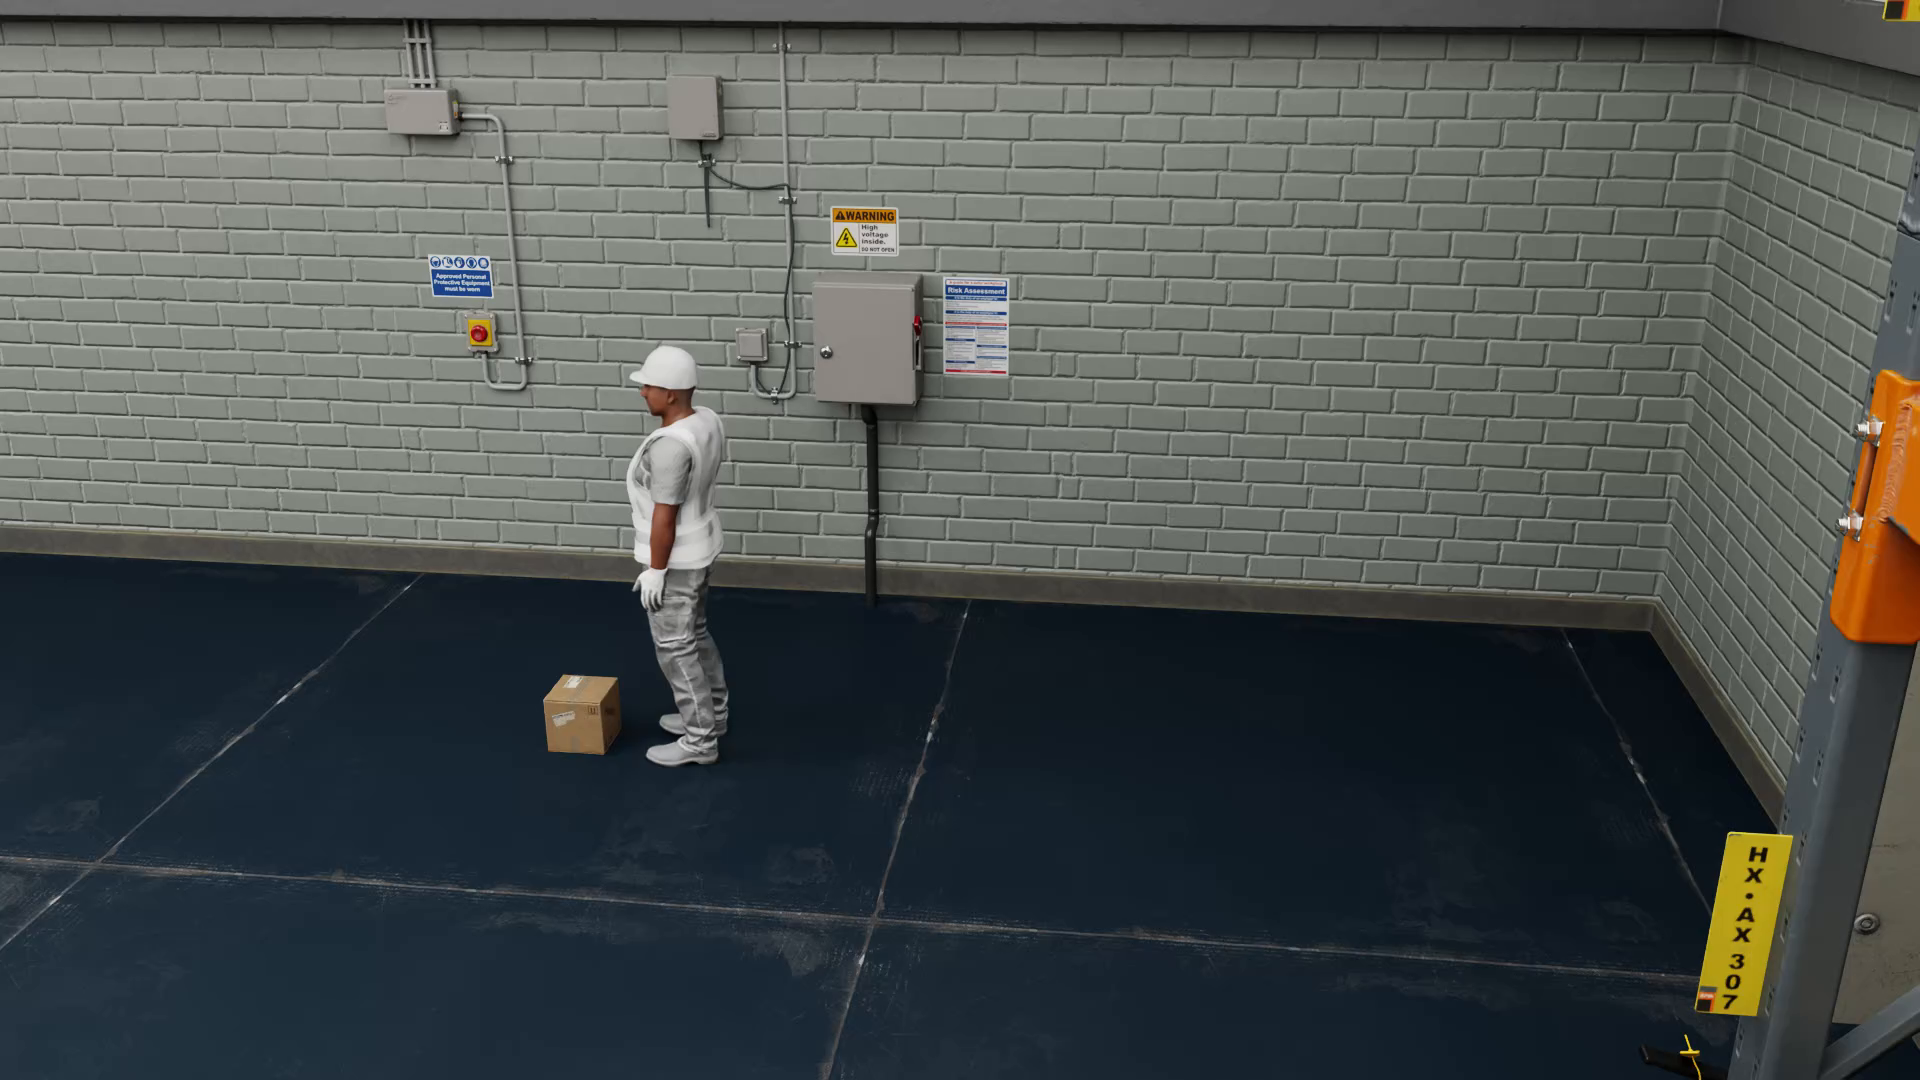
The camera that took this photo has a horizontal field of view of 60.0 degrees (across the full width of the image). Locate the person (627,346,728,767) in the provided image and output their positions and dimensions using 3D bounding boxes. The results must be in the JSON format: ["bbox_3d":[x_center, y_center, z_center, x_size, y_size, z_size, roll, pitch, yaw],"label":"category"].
[{"bbox_3d":[-1.167,0.069,6.878,0.367,1.781,0.547,3,21,8],"label":"person"}]
